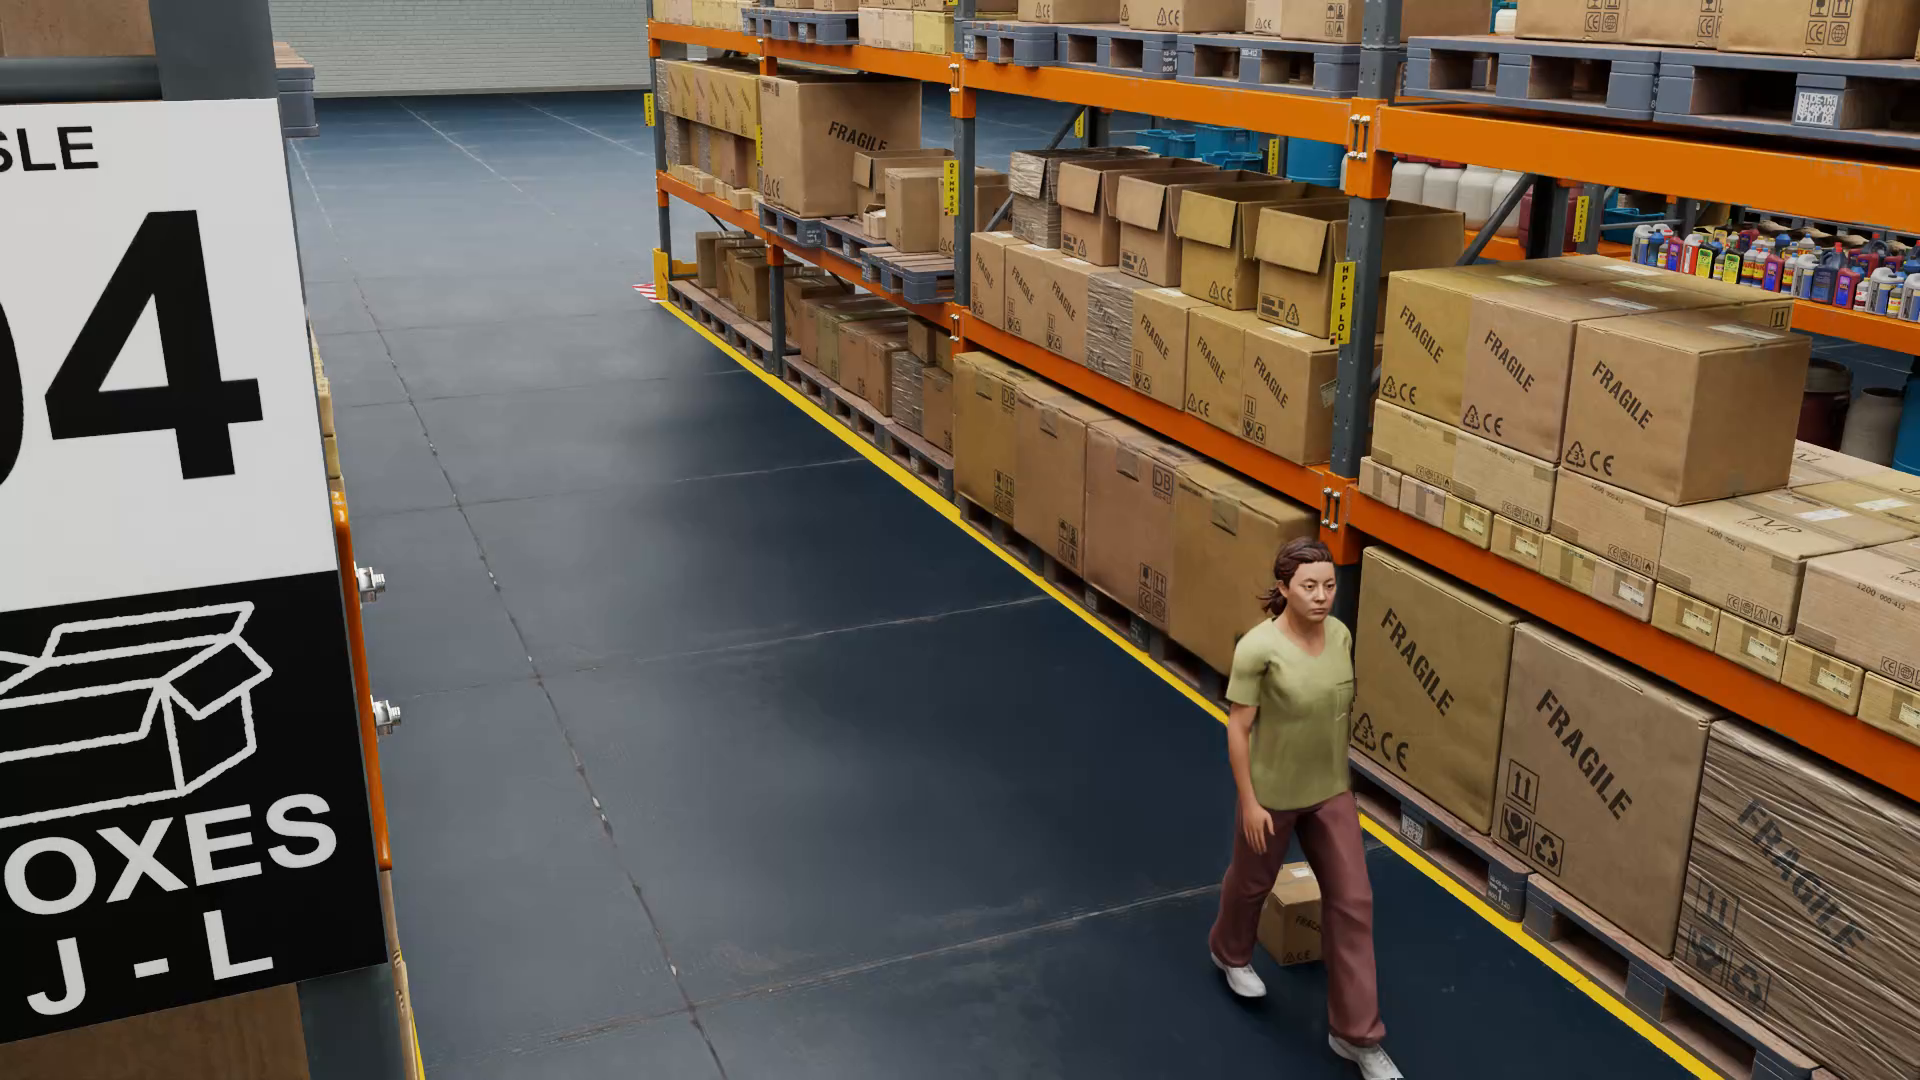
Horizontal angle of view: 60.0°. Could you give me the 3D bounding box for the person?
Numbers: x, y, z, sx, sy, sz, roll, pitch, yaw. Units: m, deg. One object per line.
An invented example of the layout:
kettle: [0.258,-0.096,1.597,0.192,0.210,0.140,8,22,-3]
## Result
person: [1.070,0.820,5.168,0.477,1.663,0.864,-6,20,-17]
